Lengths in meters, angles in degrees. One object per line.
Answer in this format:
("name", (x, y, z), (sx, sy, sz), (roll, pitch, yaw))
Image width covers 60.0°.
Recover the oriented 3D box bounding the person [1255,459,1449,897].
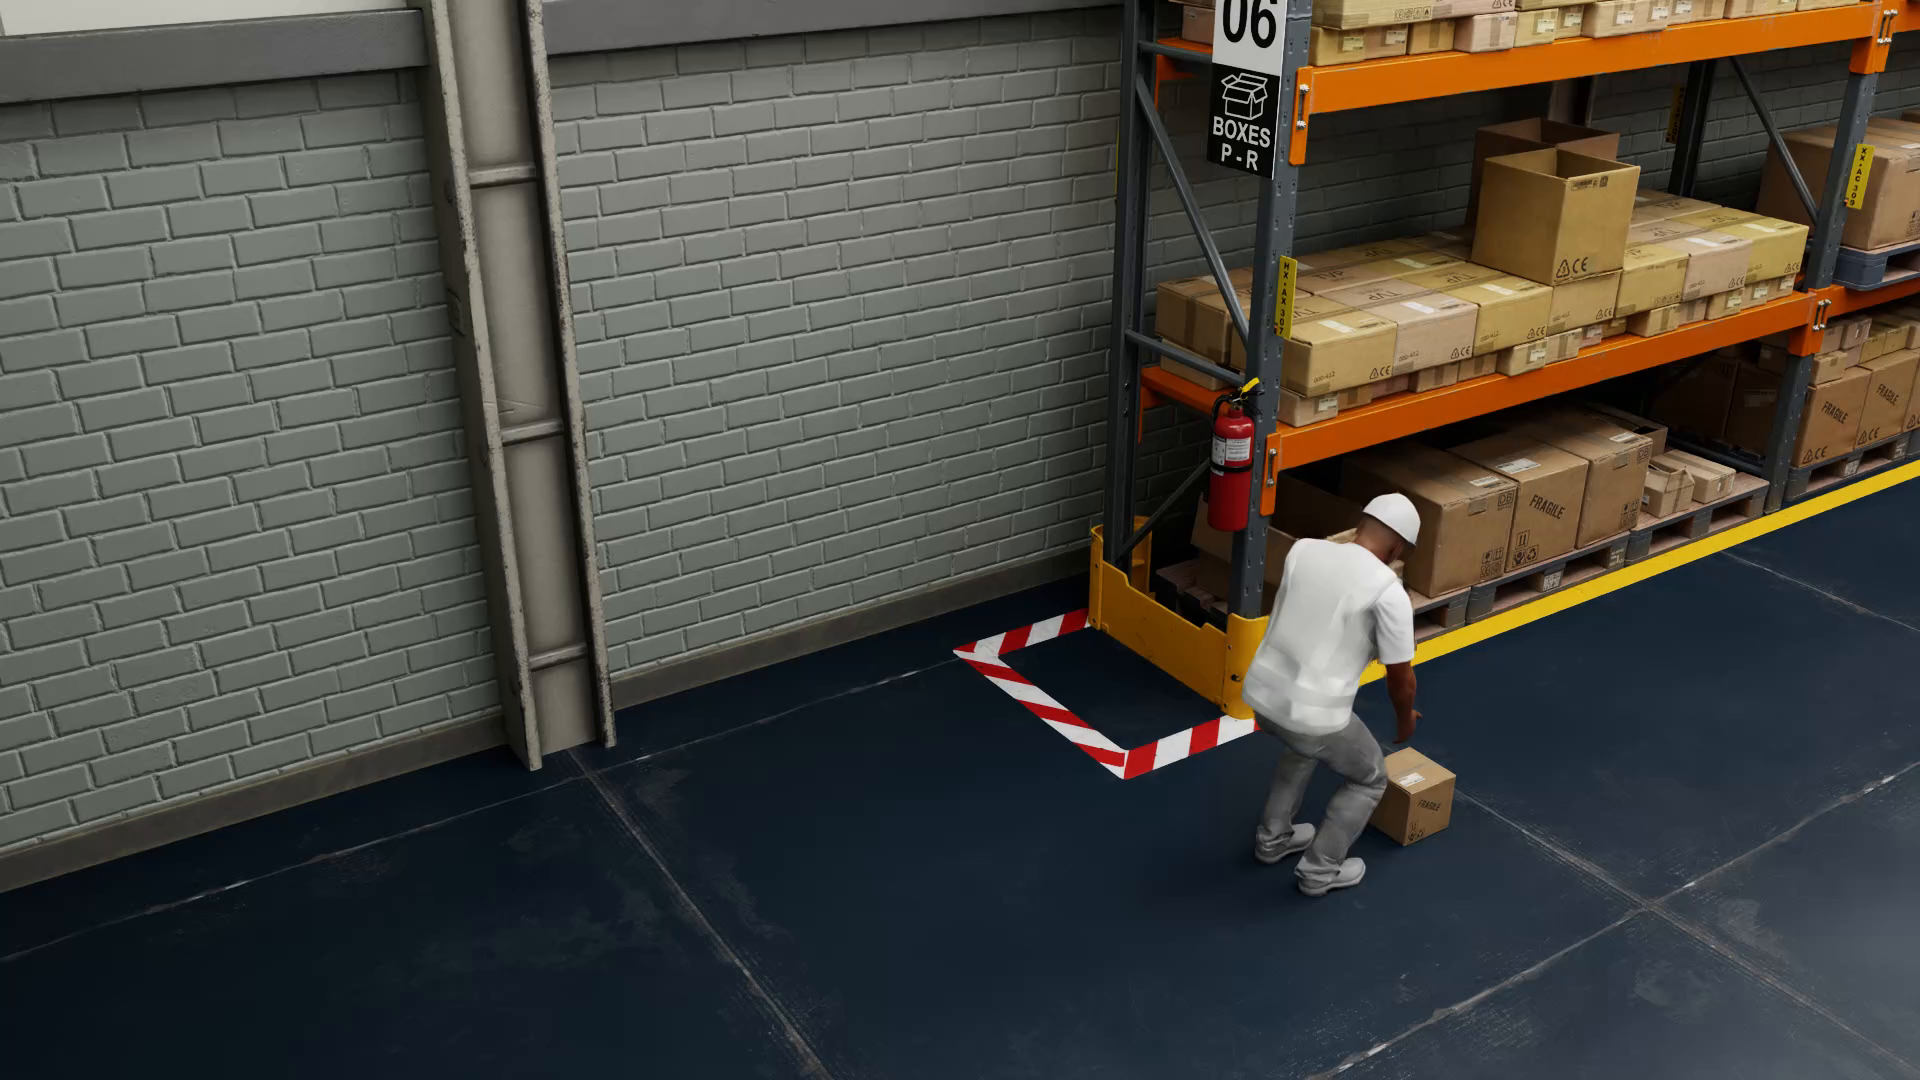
("person", (1.463, 0.496, 6.202), (0.753, 1.605, 0.481), (-16, 29, -30))
